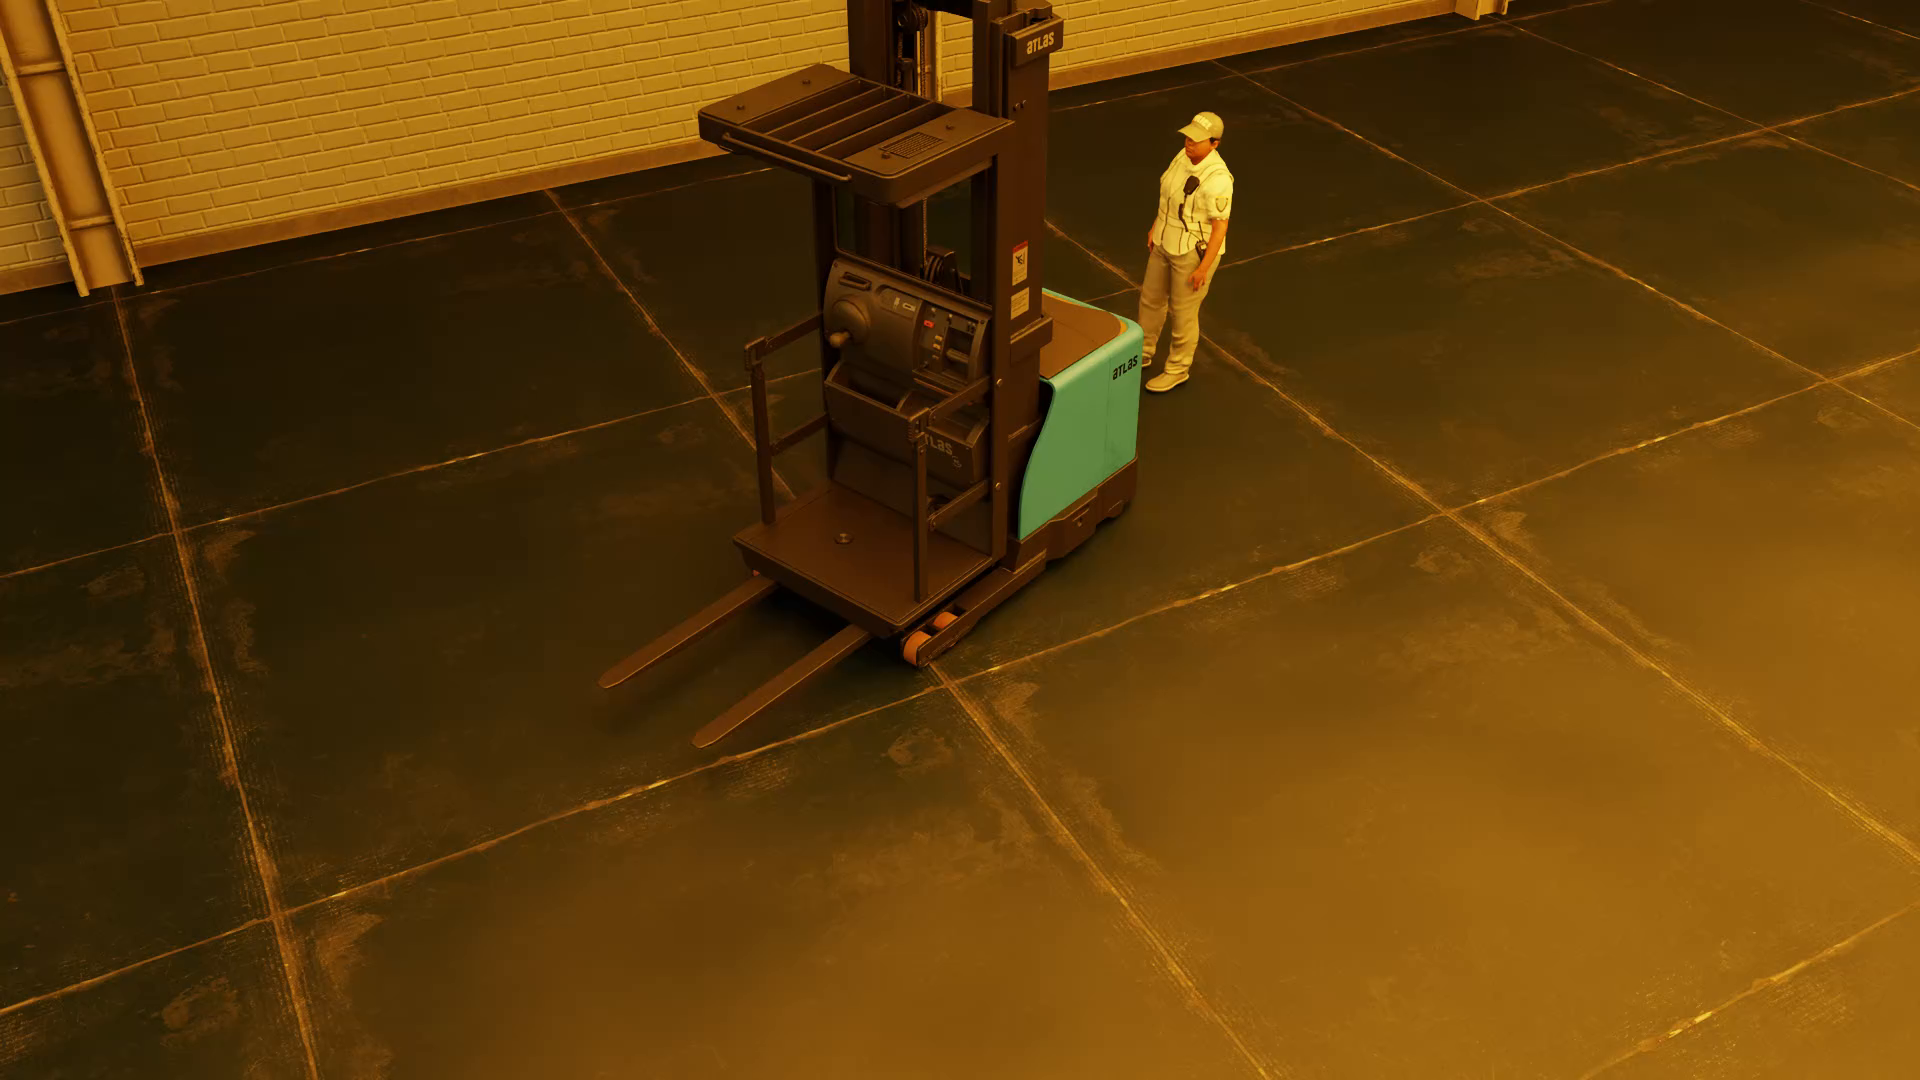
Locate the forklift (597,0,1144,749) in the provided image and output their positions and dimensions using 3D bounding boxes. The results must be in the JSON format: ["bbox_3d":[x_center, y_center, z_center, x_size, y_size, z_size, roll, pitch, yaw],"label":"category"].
[{"bbox_3d":[-0.390,-0.927,7.434,1.130,2.935,3.031,26,43,31],"label":"forklift"}]

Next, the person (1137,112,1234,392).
[{"bbox_3d":[1.217,-1.646,9.535,0.529,1.670,0.599,-16,38,-21],"label":"person"}]
